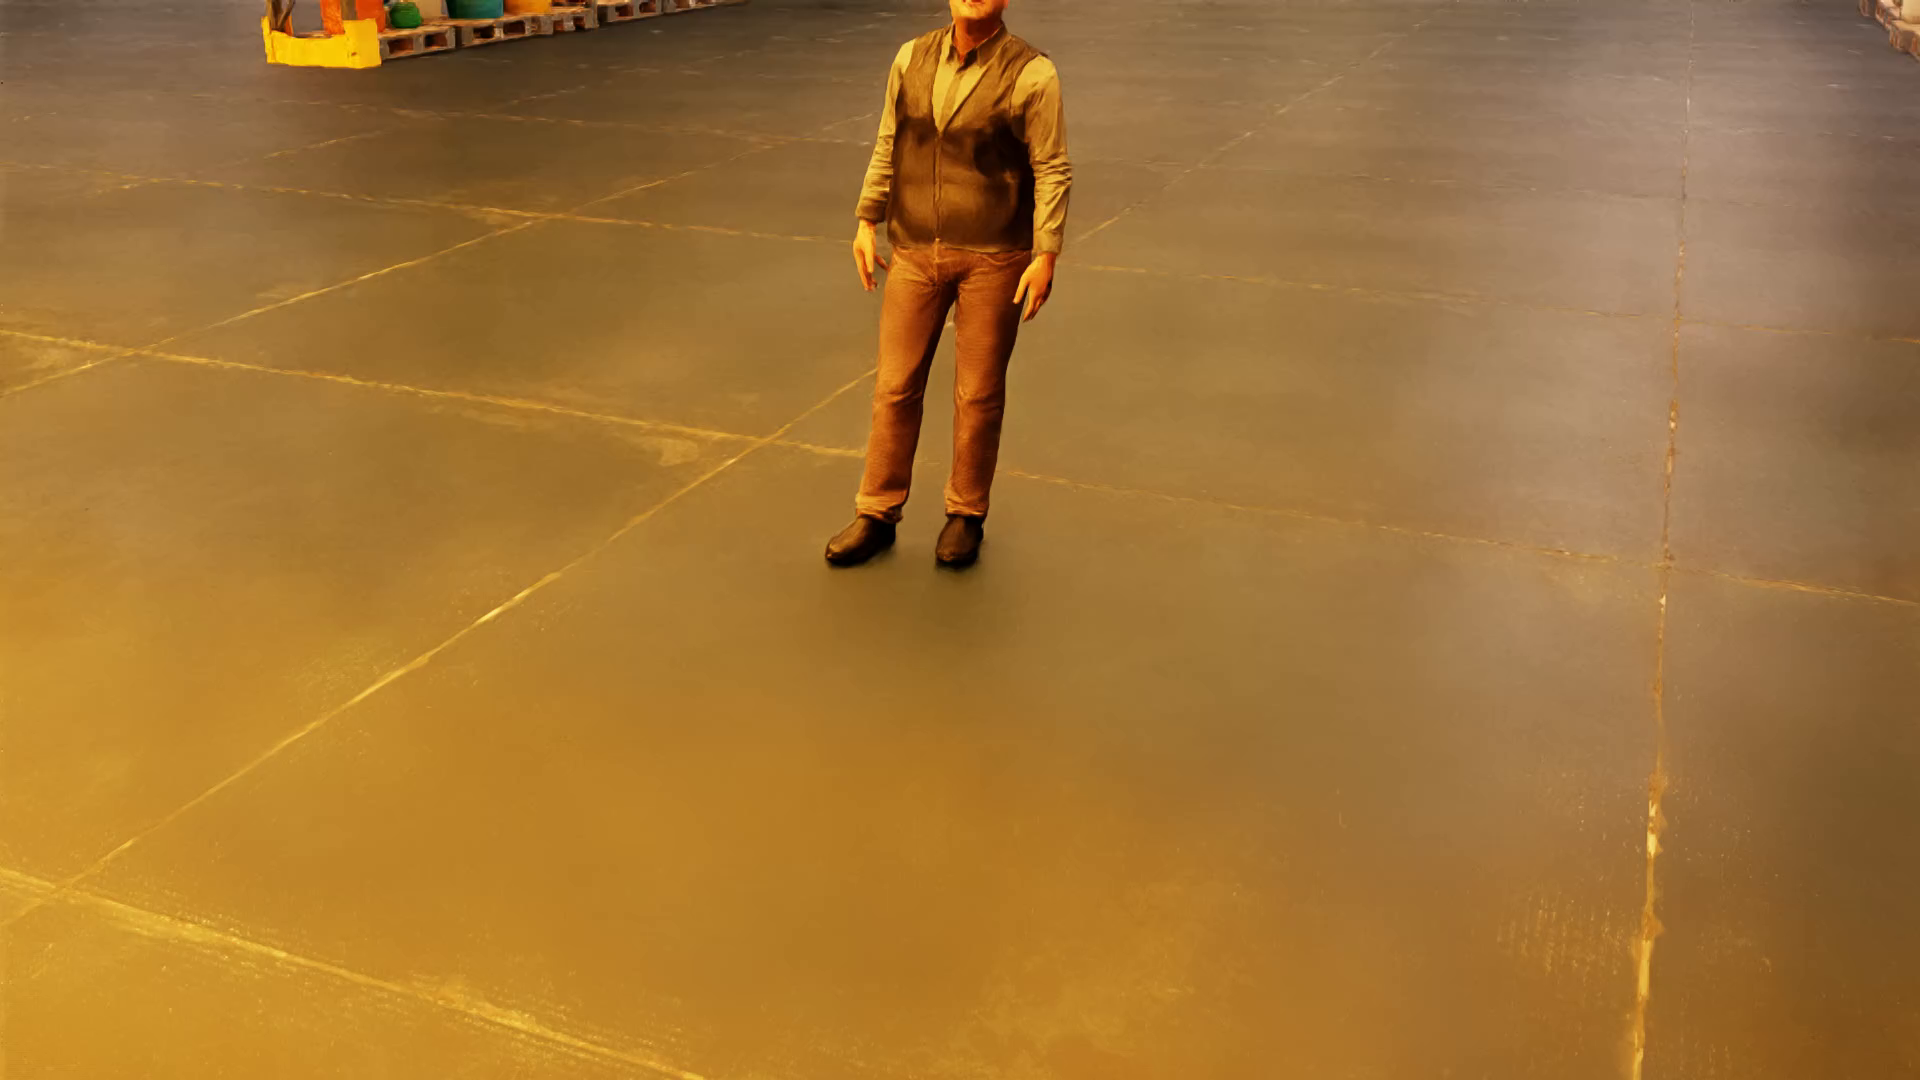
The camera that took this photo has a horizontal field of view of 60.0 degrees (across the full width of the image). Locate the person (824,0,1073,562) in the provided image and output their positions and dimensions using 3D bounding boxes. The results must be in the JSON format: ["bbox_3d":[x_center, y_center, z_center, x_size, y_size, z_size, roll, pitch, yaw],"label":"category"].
[{"bbox_3d":[-0.031,-0.780,4.708,0.632,1.720,0.567,9,24,21],"label":"person"}]
